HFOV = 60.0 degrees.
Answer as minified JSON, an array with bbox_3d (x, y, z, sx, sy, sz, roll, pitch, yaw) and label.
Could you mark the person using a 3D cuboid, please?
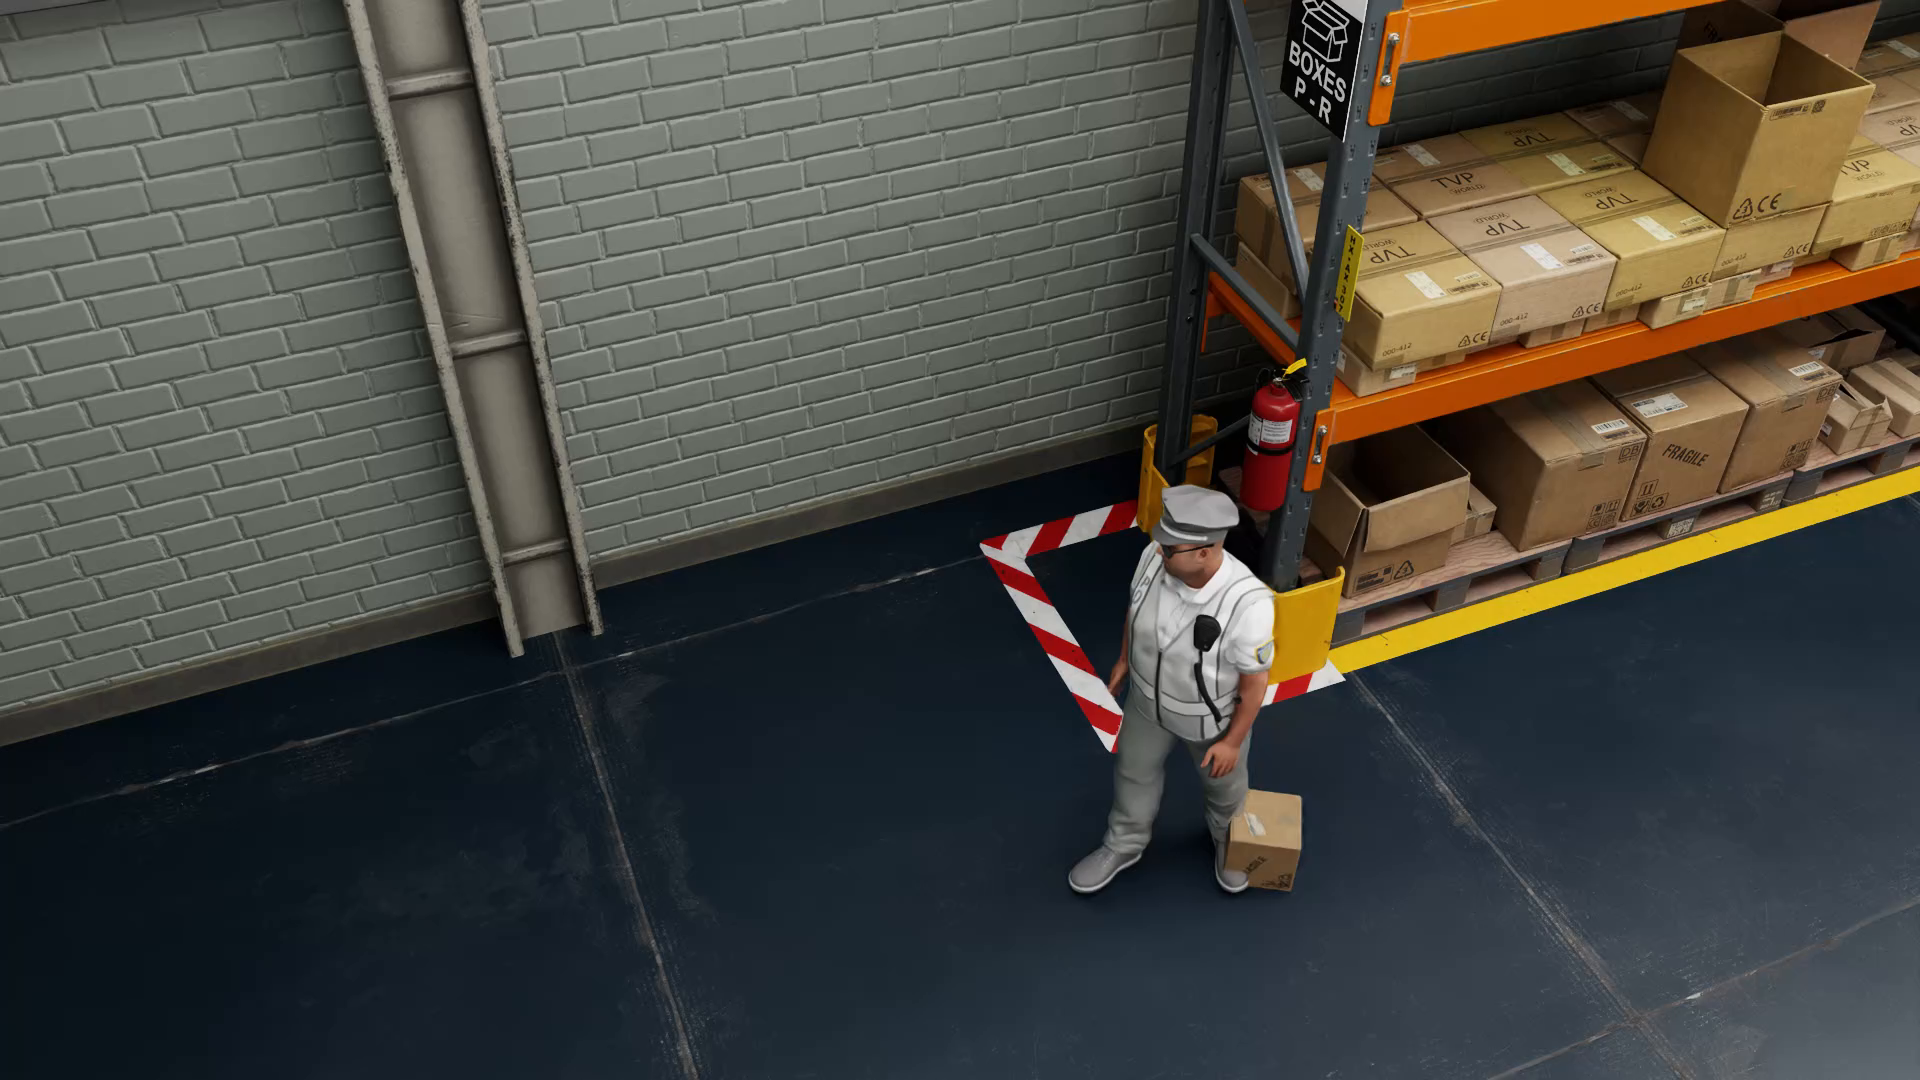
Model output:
[{"bbox_3d":[0.736,0.538,5.521,0.610,1.738,0.624,28,49,28],"label":"person"}]
